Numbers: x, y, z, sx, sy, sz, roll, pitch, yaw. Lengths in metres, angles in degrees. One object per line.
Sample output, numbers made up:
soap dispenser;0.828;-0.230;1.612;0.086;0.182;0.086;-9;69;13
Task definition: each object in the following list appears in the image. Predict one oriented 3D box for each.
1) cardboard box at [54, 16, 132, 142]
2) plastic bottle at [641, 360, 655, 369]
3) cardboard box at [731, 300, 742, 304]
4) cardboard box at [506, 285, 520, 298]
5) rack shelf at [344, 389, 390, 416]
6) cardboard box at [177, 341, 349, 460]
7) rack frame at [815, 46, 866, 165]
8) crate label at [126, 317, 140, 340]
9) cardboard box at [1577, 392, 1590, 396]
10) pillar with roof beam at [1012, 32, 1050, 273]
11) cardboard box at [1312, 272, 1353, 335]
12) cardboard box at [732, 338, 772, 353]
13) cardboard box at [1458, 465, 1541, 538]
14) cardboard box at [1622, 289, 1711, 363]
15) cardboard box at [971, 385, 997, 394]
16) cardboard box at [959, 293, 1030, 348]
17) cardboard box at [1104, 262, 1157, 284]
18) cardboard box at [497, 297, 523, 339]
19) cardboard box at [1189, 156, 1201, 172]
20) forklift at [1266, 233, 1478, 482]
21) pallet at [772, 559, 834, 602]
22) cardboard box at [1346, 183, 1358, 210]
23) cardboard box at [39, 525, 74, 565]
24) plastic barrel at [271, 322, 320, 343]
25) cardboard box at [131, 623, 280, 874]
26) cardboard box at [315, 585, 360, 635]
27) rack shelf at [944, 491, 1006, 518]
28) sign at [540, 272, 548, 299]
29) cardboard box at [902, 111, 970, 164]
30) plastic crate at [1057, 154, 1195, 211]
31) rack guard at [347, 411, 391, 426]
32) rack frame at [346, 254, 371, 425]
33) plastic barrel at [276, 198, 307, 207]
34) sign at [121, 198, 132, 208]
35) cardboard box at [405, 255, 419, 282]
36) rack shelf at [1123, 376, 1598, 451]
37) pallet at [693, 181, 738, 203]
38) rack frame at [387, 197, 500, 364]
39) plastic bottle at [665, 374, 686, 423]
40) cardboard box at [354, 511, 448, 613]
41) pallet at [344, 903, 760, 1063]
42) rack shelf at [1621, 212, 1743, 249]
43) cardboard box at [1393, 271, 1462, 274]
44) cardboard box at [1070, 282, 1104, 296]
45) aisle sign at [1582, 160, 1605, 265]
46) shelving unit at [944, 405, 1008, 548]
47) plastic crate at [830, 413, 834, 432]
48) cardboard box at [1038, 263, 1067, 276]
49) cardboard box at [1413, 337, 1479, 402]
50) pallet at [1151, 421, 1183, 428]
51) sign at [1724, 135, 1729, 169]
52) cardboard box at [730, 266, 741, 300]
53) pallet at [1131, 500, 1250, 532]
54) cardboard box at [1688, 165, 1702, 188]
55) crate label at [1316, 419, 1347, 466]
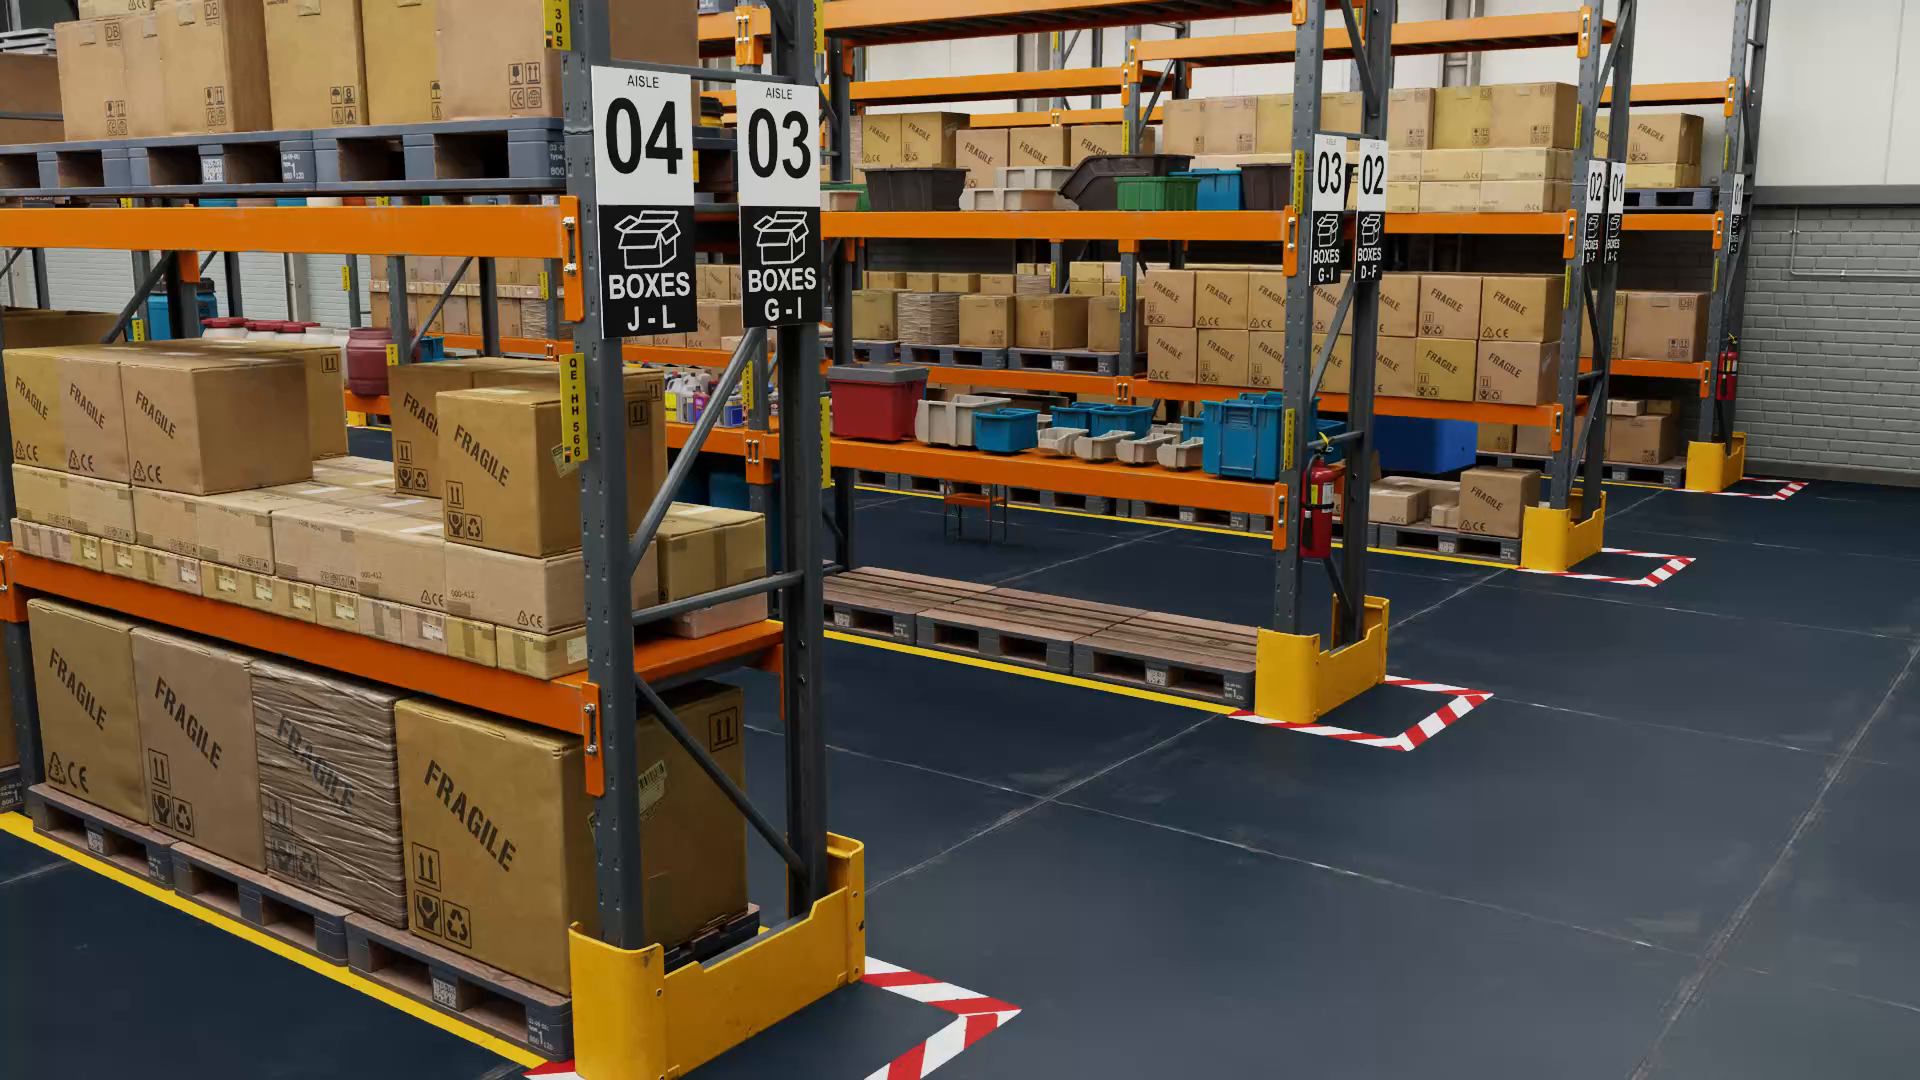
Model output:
cardboard box;-3.388;-1.943;7.147;0.500;0.500;0.700;7;13;32
plastic bottle;-2.487;-1.260;13.274;0.185;0.351;0.144;8;13;36
cardboard box;-3.079;-3.474;24.930;0.500;0.250;0.500;8;13;35
cardboard box;-5.392;-3.083;20.597;0.250;0.149;0.380;7;13;34
rack shelf;-5.959;-1.324;15.372;4.000;0.370;1.077;8;13;36
cardboard box;-3.124;-0.618;7.463;0.500;0.500;0.500;8;14;36
rack frame;-1.707;-6.365;23.736;0.127;3.000;1.000;8;13;36
crate label;-9.151;-2.204;17.932;0.616;0.435;0.502;8;13;36
cardboard box;6.951;-1.532;18.321;0.250;0.149;0.380;8;14;36
pillar with roof beam;-1.567;-5.534;19.445;0.400;9.000;9.100;8;13;36
cardboard box;3.272;-2.031;14.236;0.500;0.500;0.500;8;14;37
cardboard box;-2.300;-2.146;18.387;0.250;0.149;0.380;8;13;36
cardboard box;4.452;-0.323;13.727;0.500;0.500;0.500;8;13;36
cardboard box;7.548;-2.273;17.592;0.700;0.700;0.980;9;14;38
cardboard box;0.560;-2.107;22.946;0.500;0.500;0.700;8;13;35
cardboard box;0.352;-2.205;16.663;0.500;0.500;0.700;4;12;21
cardboard box;2.164;-3.392;21.091;0.500;0.250;0.500;8;13;35
cardboard box;-5.426;-2.817;20.929;0.500;0.500;0.700;8;13;35
cardboard box;2.057;-3.313;14.937;0.500;0.250;0.500;8;13;36
forklift;3.809;-2.031;17.309;3.031;2.935;1.130;8;14;37
pallet;-1.720;0.273;12.563;1.213;0.211;1.003;8;13;36
cardboard box;3.265;-2.898;14.112;0.500;0.250;0.500;8;13;36
cardboard box;-3.801;-0.008;7.334;0.250;0.149;0.380;7;13;34
plastic barrel;-5.989;-1.697;15.046;0.433;0.535;0.433;0;11;0
cardboard box;-2.844;0.780;7.090;0.875;0.875;0.875;8;13;36
cardboard box;-2.136;0.224;6.136;0.250;0.149;0.380;8;13;34
rack shelf;0.133;-0.309;14.370;0.480;0.148;0.258;8;13;36
sign;-4.963;-3.039;19.854;0.005;0.325;0.100;8;13;36
cardboard box;-0.242;-4.059;16.819;0.500;0.500;0.500;8;13;36
plastic crate;1.033;-2.209;10.319;0.767;0.338;0.504;8;13;36
rack guard;-7.879;-1.886;22.960;0.348;0.500;1.175;8;13;36
rack frame;-7.860;-3.110;22.708;0.127;3.000;1.000;8;13;36
plastic barrel;-5.978;-3.450;15.250;0.708;0.901;0.600;8;13;36
sign;-7.905;-3.297;15.752;0.005;0.325;0.100;8;13;36
cardboard box;-7.021;-3.677;21.962;0.500;0.500;0.700;8;13;34
rack shelf;3.424;-1.183;14.641;4.000;0.370;1.077;8;13;36
pallet;-1.812;-2.456;11.928;1.003;0.211;1.213;8;13;36
rack frame;-4.347;-1.453;14.142;0.127;3.000;1.000;8;13;36
plastic bottle;-2.057;-1.032;12.097;0.185;0.351;0.144;8;13;36
cardboard box;-1.787;0.062;5.926;0.500;0.250;0.500;8;13;35
pallet;-1.521;1.496;6.241;1.213;0.211;1.003;8;13;36
rack shelf;6.353;-3.414;18.278;4.000;0.370;1.077;8;13;36
cardboard box;4.009;-2.056;14.365;0.500;0.500;0.500;8;14;36
cardboard box;1.757;-3.081;21.457;0.500;0.500;0.500;8;14;37
aisle sign;4.910;-2.533;12.881;0.004;0.787;0.394;8;13;36
shelving unit;0.133;-0.570;14.320;0.503;1.200;0.258;8;13;36
plastic crate;-0.832;-0.829;11.453;0.243;0.136;0.396;8;13;36
cardboard box;1.222;-3.587;22.045;0.250;0.149;0.380;6;12;28
cardboard box;4.094;-1.427;13.744;0.500;0.500;0.500;8;14;36
pallet;3.087;-1.363;21.019;1.213;0.211;1.003;8;13;36
sign;7.633;-3.857;16.550;0.005;0.325;0.100;8;13;36
cardboard box;-3.076;-3.843;24.864;0.500;0.500;0.500;7;13;34
pallet;2.365;-0.314;15.600;1.213;0.211;1.003;8;13;36
cardboard box;7.522;-3.844;17.631;0.500;0.250;0.500;9;14;38
crate label;2.097;-0.579;9.907;0.303;0.233;0.416;8;13;36
